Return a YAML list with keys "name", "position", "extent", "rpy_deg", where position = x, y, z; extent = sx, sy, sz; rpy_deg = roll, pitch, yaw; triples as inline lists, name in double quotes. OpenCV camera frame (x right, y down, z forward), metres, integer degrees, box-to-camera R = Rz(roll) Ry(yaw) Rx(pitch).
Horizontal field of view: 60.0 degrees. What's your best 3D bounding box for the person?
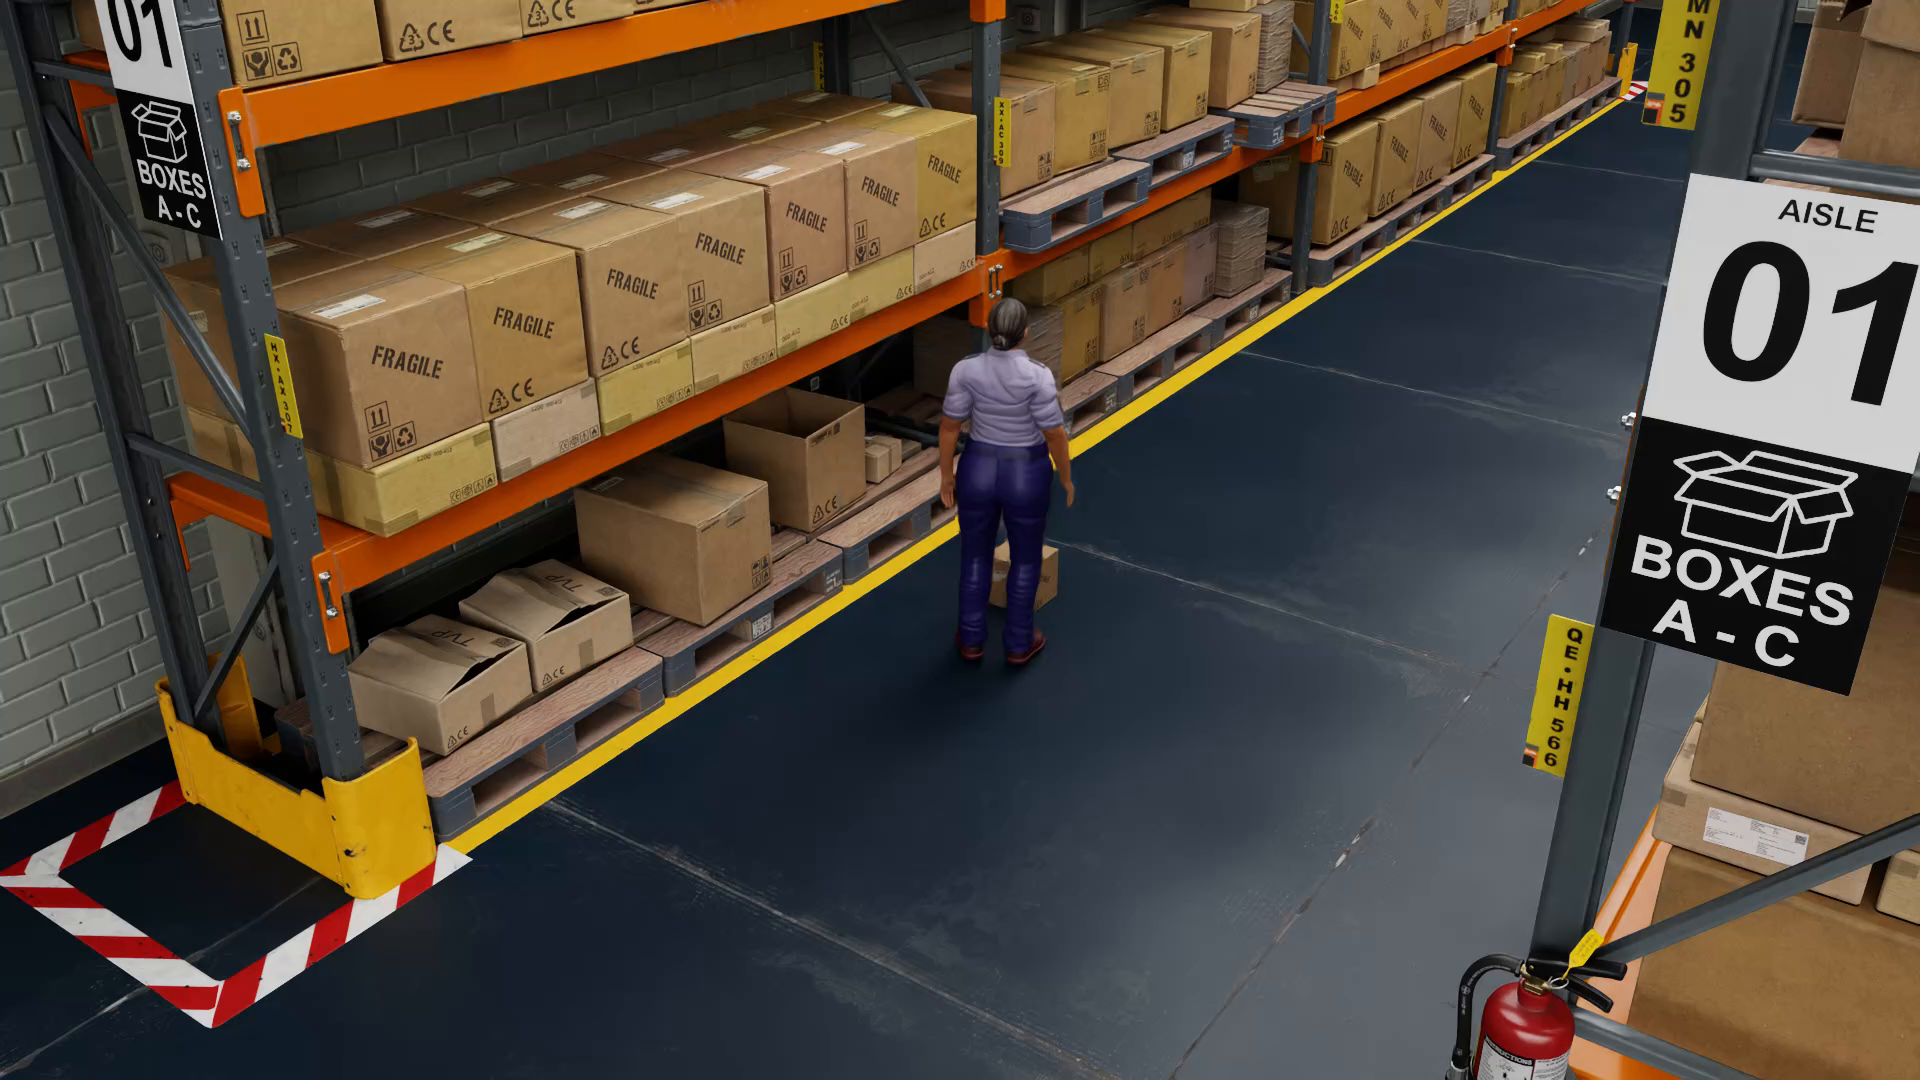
- name: "person"
  position: [0.198, -0.264, 7.067]
  extent: [0.566, 1.558, 0.349]
  rpy_deg: [8, 28, 14]
